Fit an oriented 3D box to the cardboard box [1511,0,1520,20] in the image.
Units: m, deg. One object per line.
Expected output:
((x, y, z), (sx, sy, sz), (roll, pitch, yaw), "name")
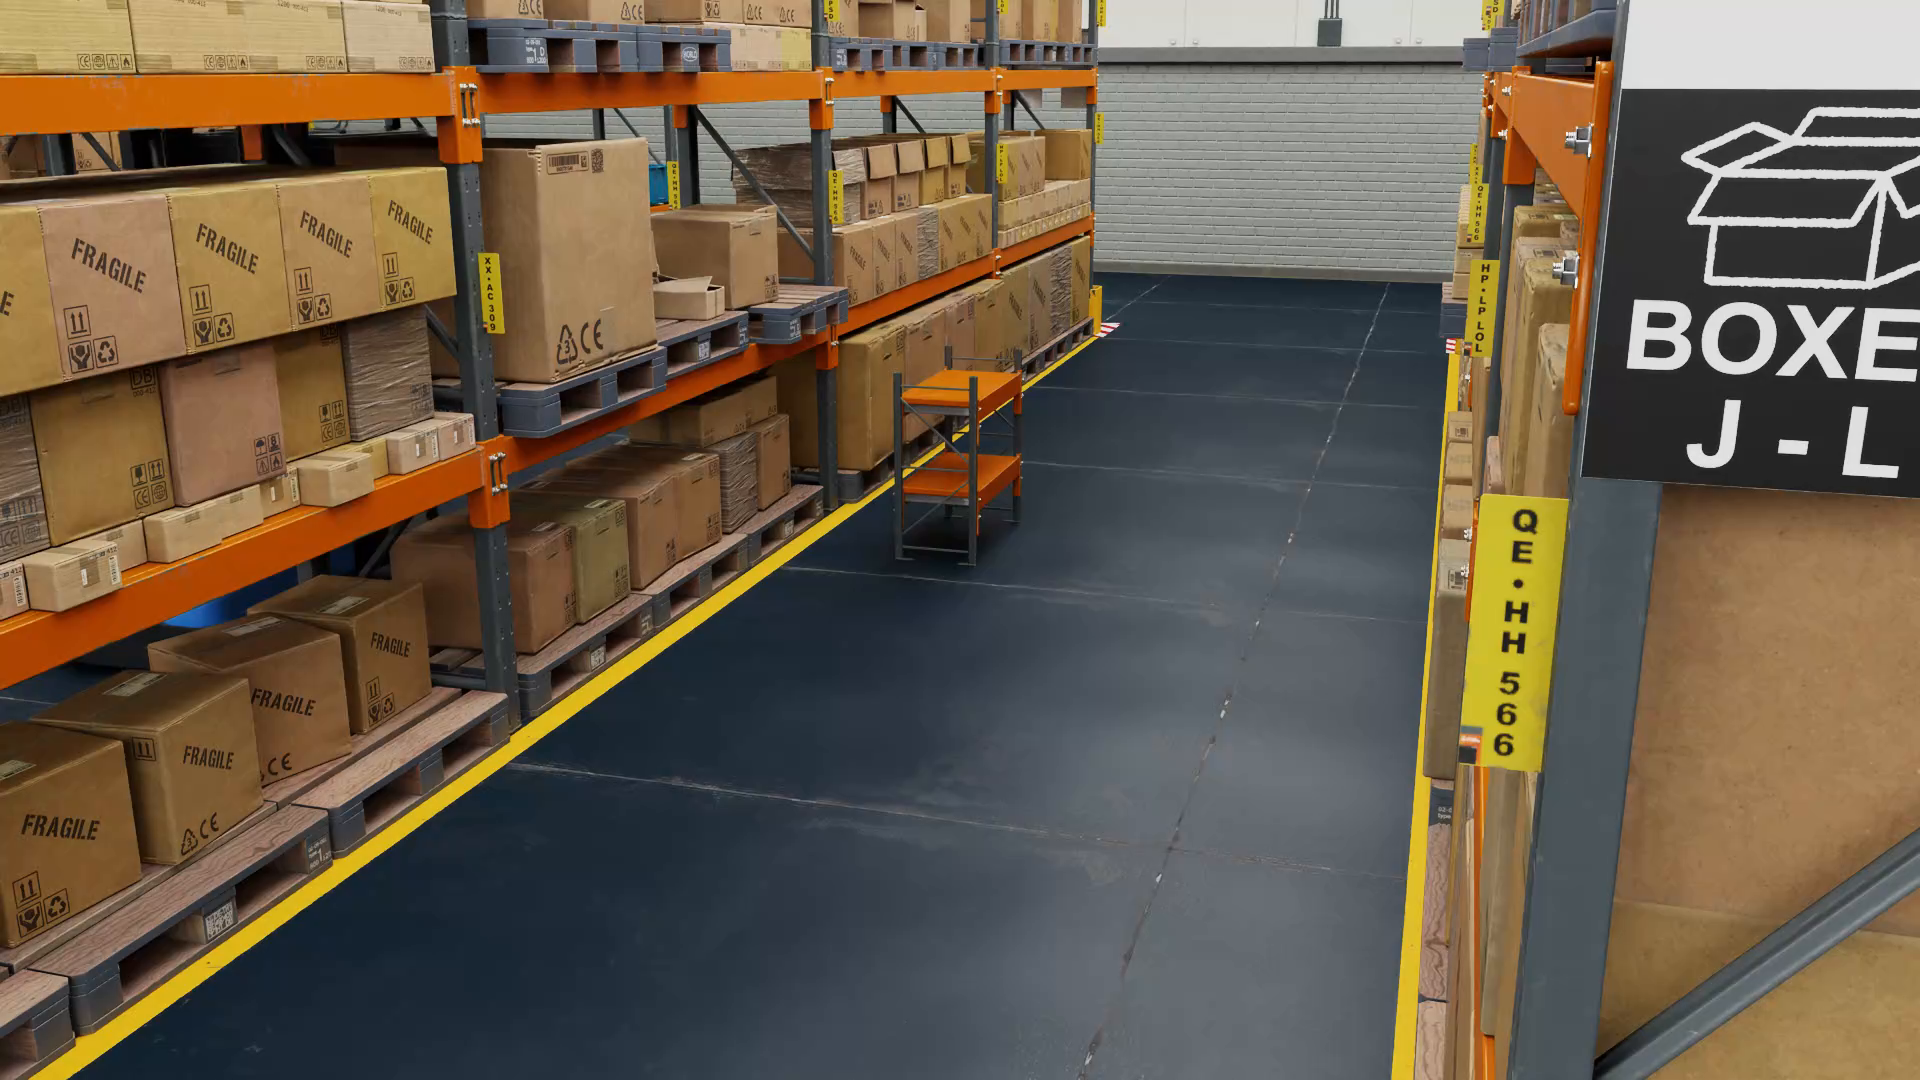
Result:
((3.004, -2.745, 8.225), (0.500, 0.311, 0.500), (5, 16, 16), "cardboard box")

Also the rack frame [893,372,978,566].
((-0.143, -0.410, 9.713), (0.500, 1.125, 0.032), (5, 16, 16), "rack frame")

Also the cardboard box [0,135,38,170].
((-9.770, -4.176, 17.539), (0.500, 0.500, 0.500), (5, 17, 16), "cardboard box")

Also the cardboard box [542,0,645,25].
((-1.947, -2.689, 7.856), (0.797, 0.503, 0.637), (5, 17, 18), "cardboard box")

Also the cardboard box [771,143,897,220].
((-0.895, -2.570, 11.870), (0.797, 0.503, 0.637), (5, 17, 17), "cardboard box")

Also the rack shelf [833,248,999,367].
((-0.737, -1.856, 12.693), (1.077, 0.370, 4.000), (5, 16, 16), "rack shelf")

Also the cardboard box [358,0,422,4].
((-2.258, -2.087, 6.239), (0.380, 0.149, 0.250), (5, 17, 18), "cardboard box")

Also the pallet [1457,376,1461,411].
((4.715, -1.151, 14.000), (1.003, 0.211, 1.213), (5, 16, 16), "pallet")

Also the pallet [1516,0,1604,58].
((2.042, -1.408, 4.462), (1.003, 0.211, 1.213), (5, 16, 16), "pallet")

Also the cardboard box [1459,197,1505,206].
((3.638, -2.276, 11.456), (0.380, 0.149, 0.250), (5, 17, 18), "cardboard box")

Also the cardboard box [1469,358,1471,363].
((3.657, -1.092, 11.118), (0.500, 0.250, 0.500), (5, 17, 17), "cardboard box")

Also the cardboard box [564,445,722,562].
((-1.777, -0.216, 9.368), (0.700, 0.500, 0.500), (6, 17, 21), "cardboard box")

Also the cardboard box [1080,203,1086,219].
((1.110, -3.464, 17.505), (0.380, 0.149, 0.250), (5, 17, 16), "cardboard box")

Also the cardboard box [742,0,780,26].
((-1.337, -3.131, 9.275), (0.500, 0.500, 0.500), (5, 16, 16), "cardboard box")

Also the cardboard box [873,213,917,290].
((-0.620, -2.102, 12.060), (0.500, 0.500, 0.500), (4, 16, 15), "cardboard box")

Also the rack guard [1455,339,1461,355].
((5.673, -2.138, 16.951), (1.175, 0.500, 0.348), (5, 16, 16), "rack guard")

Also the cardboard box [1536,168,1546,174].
((3.284, -1.680, 8.739), (0.700, 0.500, 0.500), (5, 16, 16), "cardboard box")

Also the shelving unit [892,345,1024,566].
((0.002, -0.543, 10.182), (0.538, 1.125, 1.048), (5, 16, 16), "shelving unit")

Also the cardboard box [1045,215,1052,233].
((0.675, -3.064, 16.094), (0.380, 0.149, 0.250), (4, 16, 14), "cardboard box")

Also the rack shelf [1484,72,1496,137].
((3.989, -2.888, 10.835), (1.077, 0.370, 4.000), (5, 16, 16), "rack shelf")

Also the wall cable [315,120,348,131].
((-11.330, -7.768, 26.916), (3.097, 2.526, 0.112), (5, 16, 16), "wall cable")

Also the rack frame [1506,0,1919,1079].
((1.144, 0.825, 1.923), (0.949, 2.616, 0.053), (5, 16, 16), "rack frame")

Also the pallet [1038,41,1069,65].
((0.422, -4.657, 15.916), (1.003, 0.211, 1.213), (5, 16, 16), "pallet")

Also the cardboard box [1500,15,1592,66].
((3.340, -2.928, 9.474), (0.500, 0.500, 0.500), (5, 16, 16), "cardboard box")

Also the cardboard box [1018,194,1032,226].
((0.362, -3.028, 15.239), (0.500, 0.250, 0.500), (5, 16, 16), "cardboard box")

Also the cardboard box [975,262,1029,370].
((0.095, -2.071, 15.259), (0.875, 0.875, 0.875), (5, 16, 16), "cardboard box")

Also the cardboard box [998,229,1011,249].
((0.234, -2.656, 14.656), (0.380, 0.149, 0.250), (5, 16, 16), "cardboard box")

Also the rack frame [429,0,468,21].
((-2.442, -3.518, 6.242), (1.000, 3.000, 0.127), (5, 16, 16), "rack frame")

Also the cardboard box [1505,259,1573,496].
((1.673, -0.296, 3.622), (0.875, 0.550, 0.500), (5, 16, 16), "cardboard box")

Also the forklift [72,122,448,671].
((-3.505, -1.123, 8.919), (1.130, 2.935, 3.031), (5, 17, 16), "forklift")

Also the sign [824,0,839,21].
((-0.786, -3.328, 10.120), (0.100, 0.325, 0.005), (5, 16, 16), "sign")

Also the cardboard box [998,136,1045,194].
((0.503, -3.527, 15.622), (0.500, 0.500, 0.500), (4, 16, 14), "cardboard box")

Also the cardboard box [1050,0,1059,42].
((0.596, -5.235, 16.655), (0.700, 0.500, 0.500), (4, 16, 14), "cardboard box")

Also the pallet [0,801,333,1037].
((-2.944, 1.208, 5.683), (1.003, 0.211, 1.213), (5, 16, 16), "pallet")

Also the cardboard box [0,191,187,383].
((-2.736, -0.773, 4.997), (0.500, 0.500, 0.500), (5, 16, 16), "cardboard box")

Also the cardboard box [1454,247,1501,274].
((3.125, -1.656, 9.817), (0.380, 0.149, 0.250), (5, 17, 17), "cardboard box")

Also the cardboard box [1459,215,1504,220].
((3.194, -1.864, 10.005), (0.380, 0.149, 0.250), (4, 16, 15), "cardboard box")

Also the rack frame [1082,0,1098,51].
((0.968, -6.658, 17.311), (1.000, 3.000, 0.127), (5, 16, 16), "rack frame")

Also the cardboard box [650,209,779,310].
((-1.484, -1.630, 9.628), (0.700, 0.500, 0.500), (7, 17, 24), "cardboard box")

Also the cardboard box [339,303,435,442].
((-2.630, -0.710, 6.608), (0.875, 0.500, 0.500), (5, 16, 16), "cardboard box")

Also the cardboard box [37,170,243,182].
((-2.955, -1.075, 6.063), (0.500, 0.500, 0.500), (5, 16, 16), "cardboard box")

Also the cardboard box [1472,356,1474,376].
((2.893, -1.086, 8.477), (0.500, 0.500, 0.500), (4, 16, 15), "cardboard box")

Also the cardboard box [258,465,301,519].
((-2.592, -0.177, 5.918), (0.380, 0.149, 0.250), (5, 16, 16), "cardboard box")

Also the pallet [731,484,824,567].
((-1.529, -0.133, 10.410), (1.003, 0.211, 1.213), (5, 16, 16), "pallet")

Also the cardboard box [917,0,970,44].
((-0.324, -4.266, 13.422), (0.700, 0.500, 0.500), (5, 17, 17), "cardboard box")

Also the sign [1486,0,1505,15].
((2.901, -3.002, 8.971), (0.100, 0.325, 0.005), (5, 16, 16), "sign")

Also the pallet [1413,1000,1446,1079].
((1.648, 1.634, 4.183), (1.003, 0.211, 1.213), (5, 16, 16), "pallet")

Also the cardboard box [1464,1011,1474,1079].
((1.277, 1.463, 2.798), (0.875, 0.875, 0.875), (5, 17, 16), "cardboard box")

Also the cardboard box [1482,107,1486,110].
((5.312, -3.936, 16.148), (0.500, 0.500, 0.500), (5, 16, 16), "cardboard box")

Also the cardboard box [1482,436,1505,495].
((1.790, 0.082, 4.268), (0.875, 0.550, 0.550), (5, 16, 16), "cardboard box")

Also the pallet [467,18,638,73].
((-2.165, -2.138, 7.217), (1.213, 0.211, 1.003), (5, 16, 16), "pallet")
